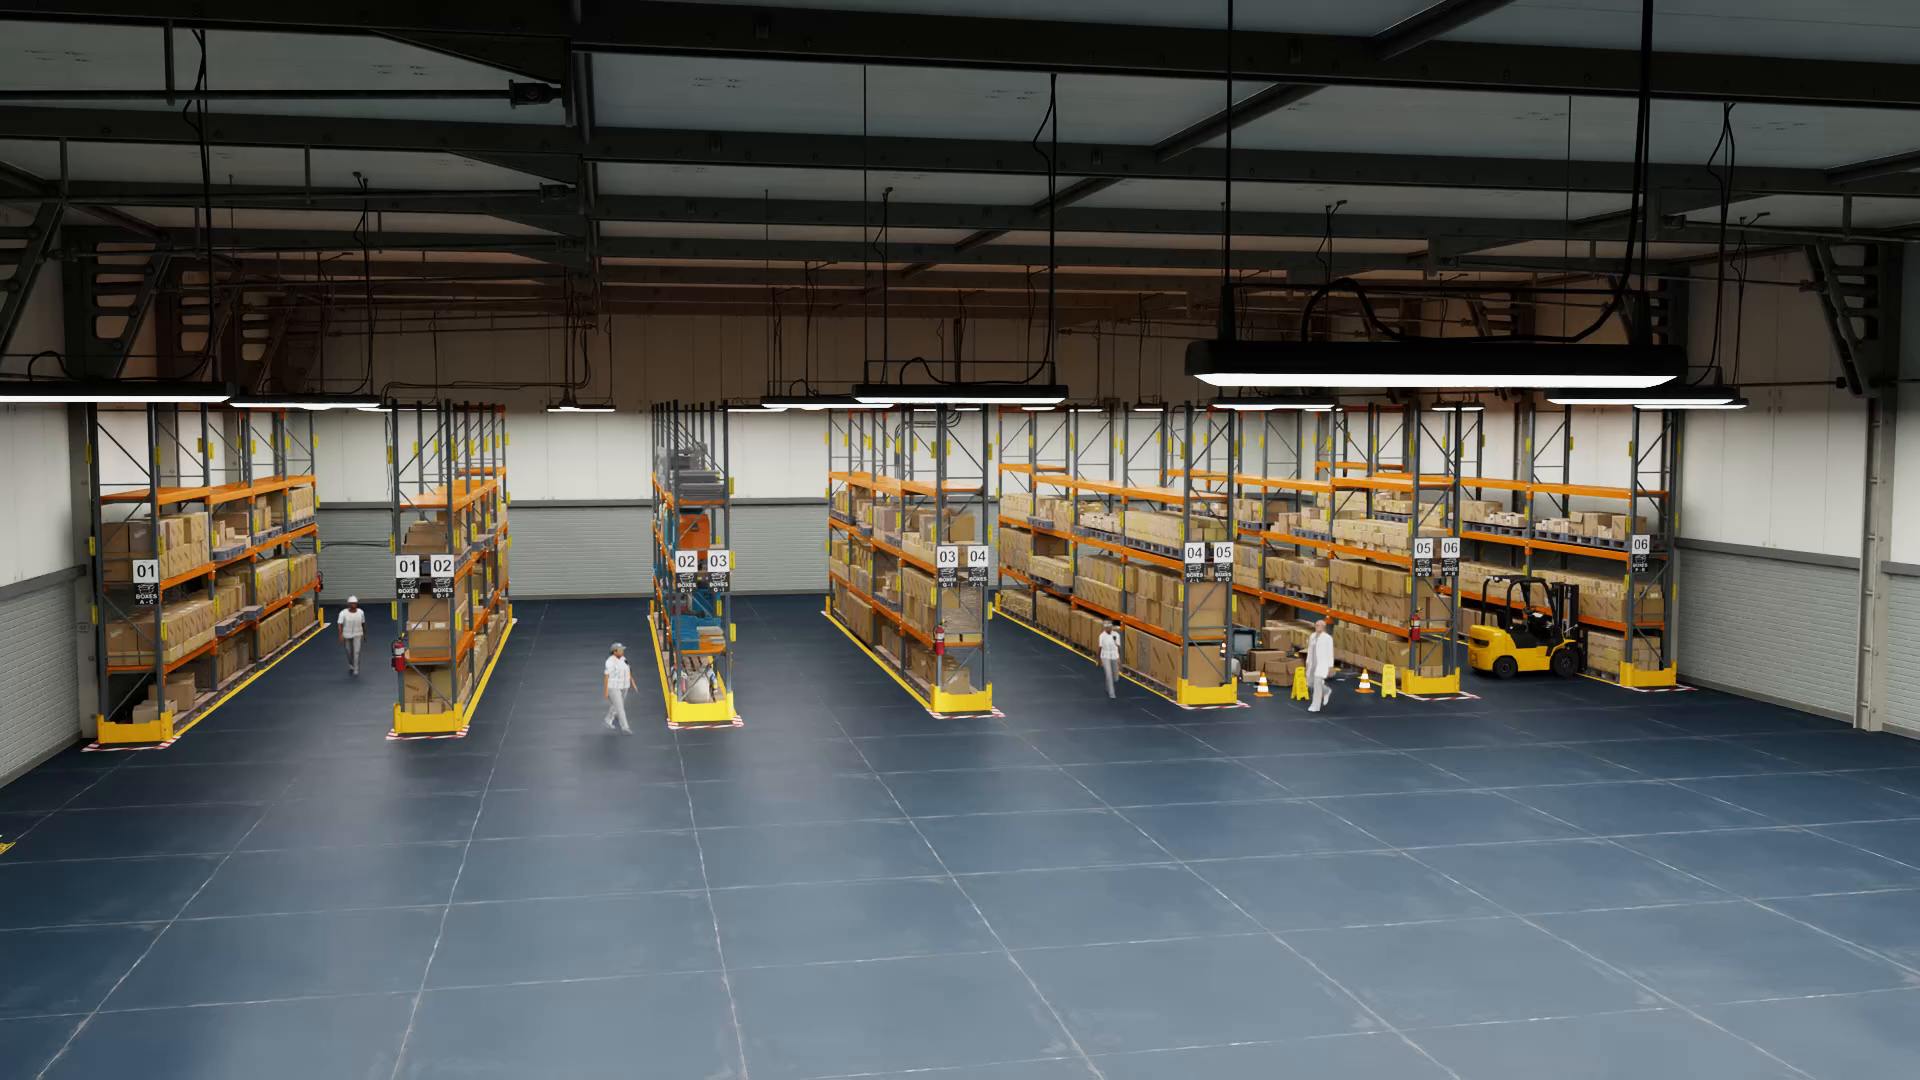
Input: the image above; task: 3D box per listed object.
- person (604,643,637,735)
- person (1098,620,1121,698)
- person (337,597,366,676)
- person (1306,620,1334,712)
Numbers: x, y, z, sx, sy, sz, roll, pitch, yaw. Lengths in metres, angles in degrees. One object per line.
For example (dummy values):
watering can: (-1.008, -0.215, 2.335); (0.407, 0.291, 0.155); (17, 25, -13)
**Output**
person: (-6.090, 2.646, 29.882); (1.020, 1.601, 0.550); (4, 6, 42)
person: (3.050, 2.392, 33.805); (0.434, 1.541, 0.976); (0, 4, -5)
person: (-13.396, 2.104, 36.599); (0.551, 1.714, 1.093); (-1, 4, -15)
person: (6.960, 2.458, 32.130); (0.813, 1.659, 0.610); (-4, 6, -42)
